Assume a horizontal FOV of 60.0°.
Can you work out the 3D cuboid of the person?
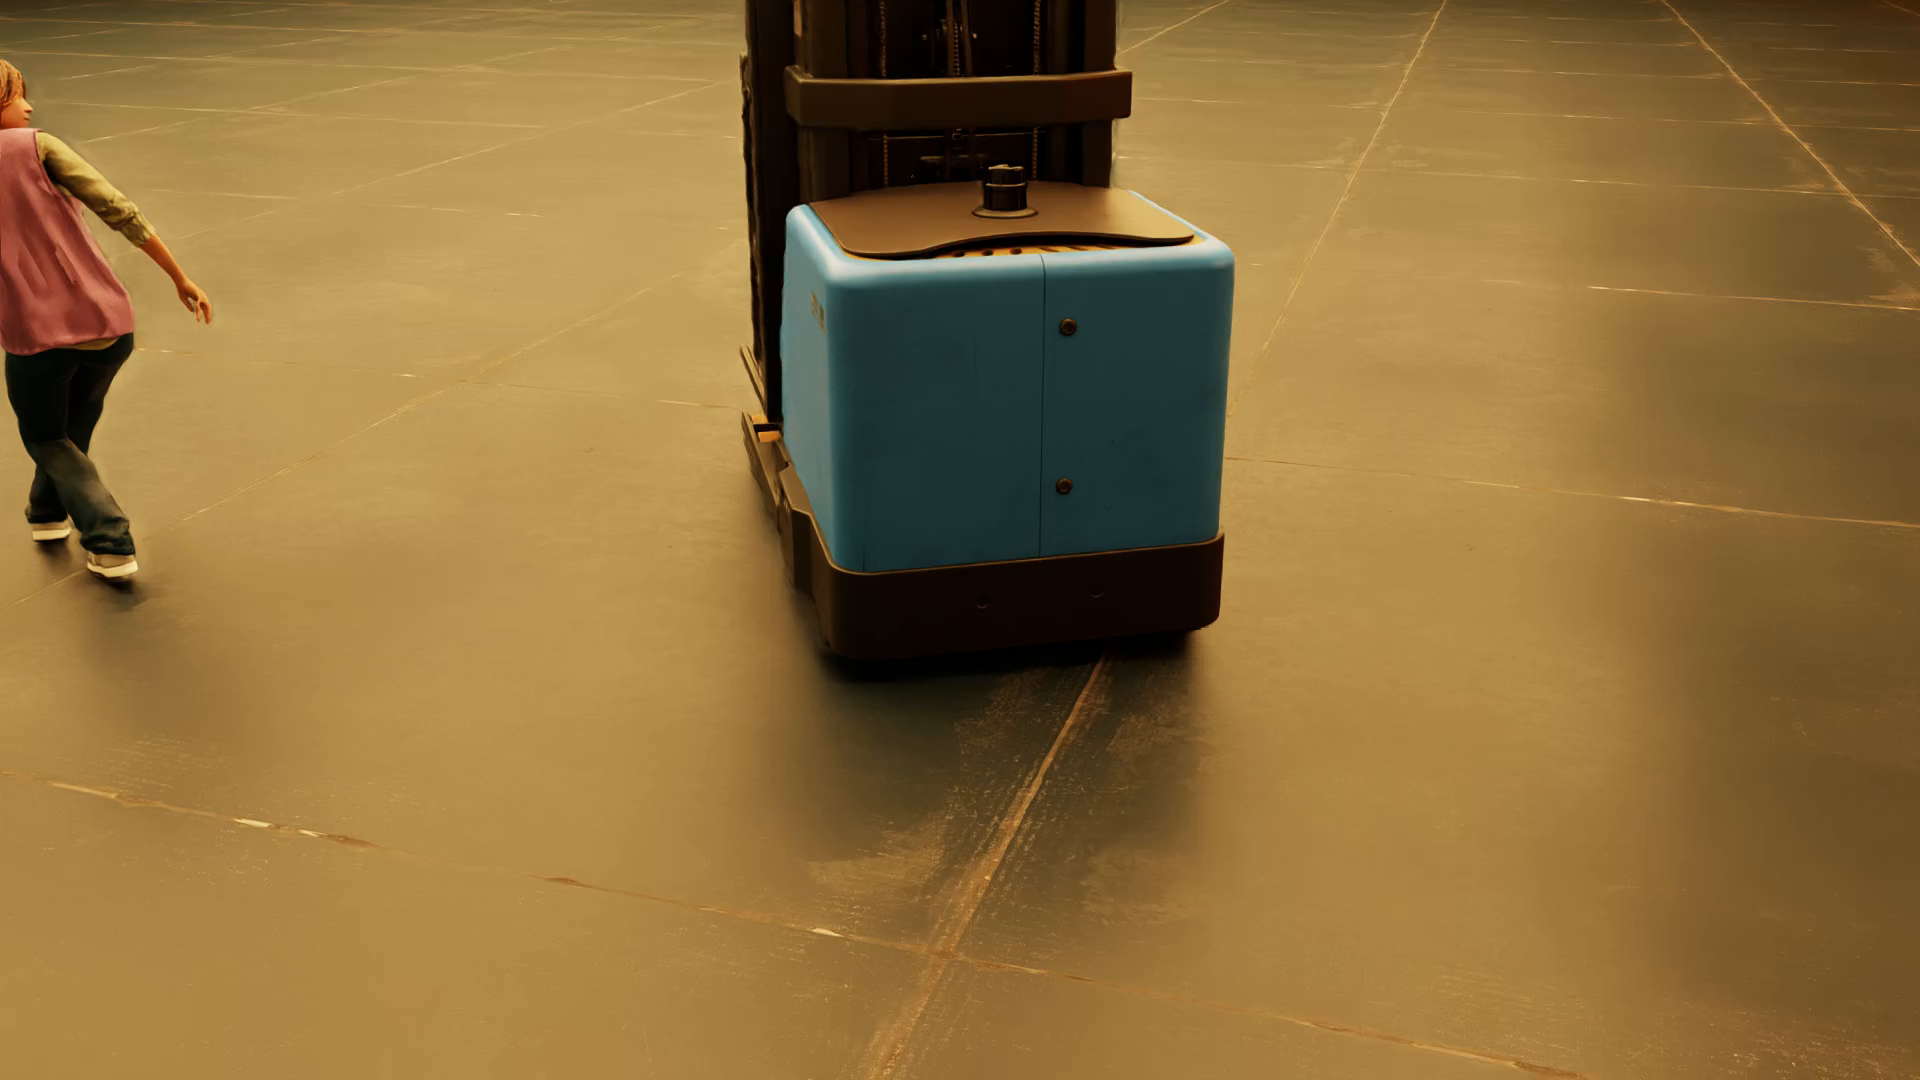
[{"bbox_3d":[-2.540,-0.647,4.796,0.656,1.469,0.743,-12,25,-27],"label":"person"}]

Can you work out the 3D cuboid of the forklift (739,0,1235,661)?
[{"bbox_3d":[-0.139,-1.582,5.111,1.130,2.935,3.031,-5,23,-12],"label":"forklift"}]
